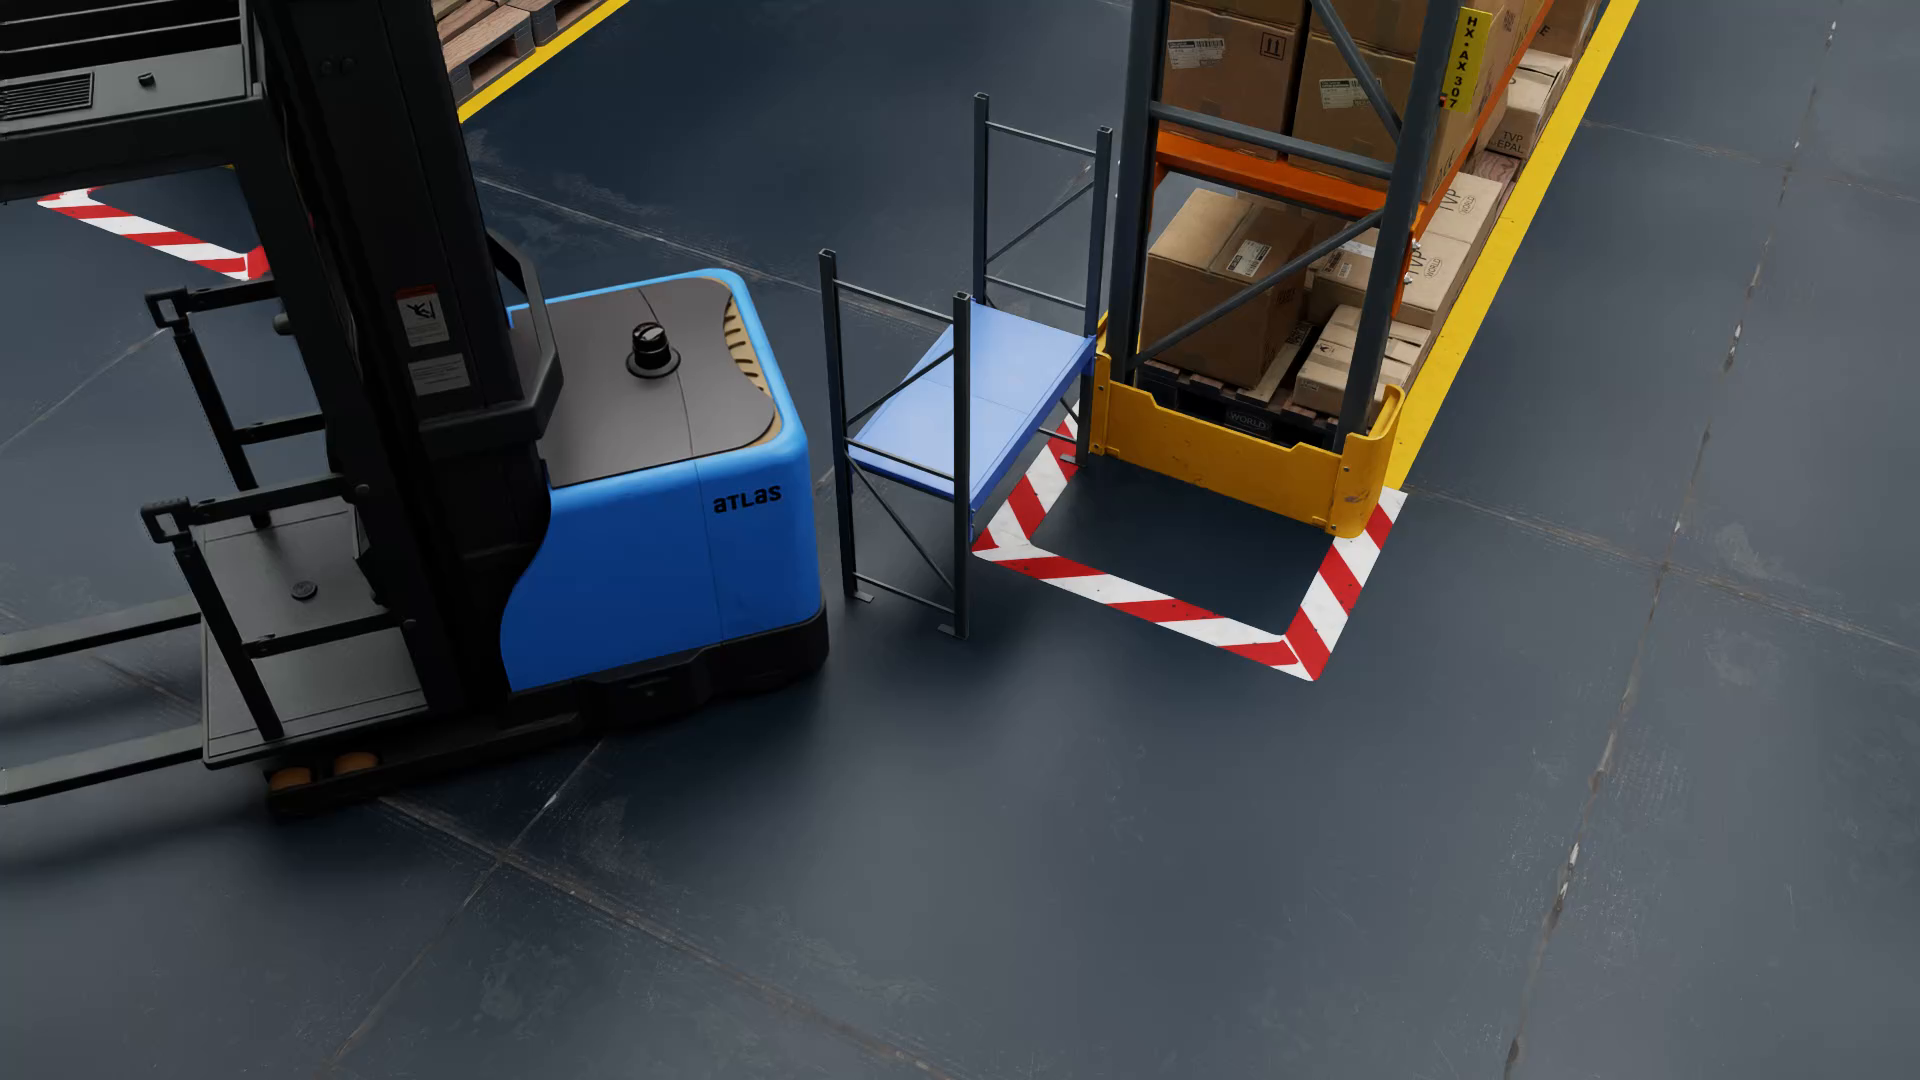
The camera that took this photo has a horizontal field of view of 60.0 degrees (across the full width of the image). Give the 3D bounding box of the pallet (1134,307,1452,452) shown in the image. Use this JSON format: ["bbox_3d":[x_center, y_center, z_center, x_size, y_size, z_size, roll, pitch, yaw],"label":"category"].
[{"bbox_3d":[1.420,-0.866,6.957,1.003,0.211,1.213,20,49,19],"label":"pallet"}]

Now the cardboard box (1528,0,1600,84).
[{"bbox_3d":[2.859,-2.639,8.197,0.500,0.500,0.500,20,49,19],"label":"cardboard box"}]

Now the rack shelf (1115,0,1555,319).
[{"bbox_3d":[1.943,-2.303,6.923,1.077,0.370,4.000,20,49,19],"label":"rack shelf"}]

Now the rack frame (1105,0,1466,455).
[{"bbox_3d":[1.015,-1.296,5.422,1.000,3.000,0.127,20,49,19],"label":"rack frame"}]

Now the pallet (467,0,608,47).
[{"bbox_3d":[-2.386,-3.226,9.290,1.003,0.211,1.213,20,49,19],"label":"pallet"}]

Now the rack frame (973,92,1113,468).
[{"bbox_3d":[0.276,-0.901,6.086,0.500,1.500,0.032,20,49,19],"label":"rack frame"}]

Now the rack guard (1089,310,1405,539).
[{"bbox_3d":[1.050,-0.465,6.358,1.175,0.500,0.348,20,49,19],"label":"rack guard"}]

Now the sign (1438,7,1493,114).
[{"bbox_3d":[1.496,-1.421,4.937,0.100,0.325,0.005,20,49,19],"label":"sign"}]

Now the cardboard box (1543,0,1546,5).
[{"bbox_3d":[2.158,-2.480,6.521,0.500,0.500,0.500,21,49,20],"label":"cardboard box"}]

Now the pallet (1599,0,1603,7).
[{"bbox_3d":[3.216,-3.360,9.423,1.003,0.211,1.213,20,49,19],"label":"pallet"}]

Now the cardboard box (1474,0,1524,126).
[{"bbox_3d":[1.689,-1.850,5.899,0.500,0.500,0.500,20,49,19],"label":"cardboard box"}]

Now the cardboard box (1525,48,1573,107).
[{"bbox_3d":[2.738,-2.259,8.069,0.380,0.149,0.250,20,49,19],"label":"cardboard box"}]

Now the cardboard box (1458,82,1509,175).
[{"bbox_3d":[2.004,-1.907,7.472,0.797,0.503,0.637,20,49,19],"label":"cardboard box"}]

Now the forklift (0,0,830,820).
[{"bbox_3d":[-2.028,-0.566,4.748,3.031,2.935,1.130,-13,47,-13],"label":"forklift"}]

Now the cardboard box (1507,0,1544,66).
[{"bbox_3d":[1.925,-2.165,6.211,0.500,0.500,0.500,20,49,19],"label":"cardboard box"}]

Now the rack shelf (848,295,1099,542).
[{"bbox_3d":[0.040,-0.455,5.898,0.538,0.185,1.000,20,49,19],"label":"rack shelf"}]

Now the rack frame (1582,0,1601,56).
[{"bbox_3d":[2.872,-3.816,7.912,1.000,3.000,0.127,20,49,19],"label":"rack frame"}]

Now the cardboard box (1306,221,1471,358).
[{"bbox_3d":[1.751,-1.048,6.800,0.500,0.250,0.500,20,49,19],"label":"cardboard box"}]

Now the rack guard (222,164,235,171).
[{"bbox_3d":[-3.370,-2.035,7.910,1.175,0.500,0.348,20,49,19],"label":"rack guard"}]

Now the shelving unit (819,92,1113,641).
[{"bbox_3d":[0.040,-0.581,5.770,0.538,1.500,1.048,20,49,19],"label":"shelving unit"}]

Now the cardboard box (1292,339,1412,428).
[{"bbox_3d":[1.514,-0.599,6.428,0.380,0.149,0.250,20,49,19],"label":"cardboard box"}]

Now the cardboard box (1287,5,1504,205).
[{"bbox_3d":[1.455,-1.523,5.576,0.500,0.500,0.500,21,49,20],"label":"cardboard box"}]

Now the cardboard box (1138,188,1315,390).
[{"bbox_3d":[1.049,-0.996,6.573,0.500,0.500,0.500,20,49,19],"label":"cardboard box"}]

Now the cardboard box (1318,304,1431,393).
[{"bbox_3d":[1.630,-0.762,6.577,0.380,0.166,0.250,20,49,19],"label":"cardboard box"}]

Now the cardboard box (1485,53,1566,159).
[{"bbox_3d":[2.510,-2.100,7.798,0.500,0.311,0.500,20,49,19],"label":"cardboard box"}]

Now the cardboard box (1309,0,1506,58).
[{"bbox_3d":[1.455,-1.875,5.221,0.500,0.500,0.500,22,49,20],"label":"cardboard box"}]

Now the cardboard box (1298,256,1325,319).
[{"bbox_3d":[1.317,-1.104,6.915,0.380,0.166,0.250,20,49,19],"label":"cardboard box"}]

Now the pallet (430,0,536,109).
[{"bbox_3d":[-2.953,-2.460,8.533,1.003,0.211,1.213,20,49,19],"label":"pallet"}]

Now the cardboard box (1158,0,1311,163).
[{"bbox_3d":[0.982,-1.703,5.754,0.500,0.500,0.500,22,49,20],"label":"cardboard box"}]

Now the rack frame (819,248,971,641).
[{"bbox_3d":[-0.196,-0.261,5.453,0.500,1.500,0.032,20,49,19],"label":"rack frame"}]

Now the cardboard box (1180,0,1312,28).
[{"bbox_3d":[0.978,-2.053,5.397,0.500,0.500,0.500,20,49,19],"label":"cardboard box"}]

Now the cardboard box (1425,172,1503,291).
[{"bbox_3d":[1.983,-1.363,7.112,0.500,0.250,0.500,20,49,19],"label":"cardboard box"}]

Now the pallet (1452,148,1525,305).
[{"bbox_3d":[1.987,-1.631,7.714,1.003,0.211,1.213,20,49,19],"label":"pallet"}]

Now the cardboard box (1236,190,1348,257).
[{"bbox_3d":[1.517,-1.496,7.244,0.500,0.250,0.500,20,49,19],"label":"cardboard box"}]

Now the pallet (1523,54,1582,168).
[{"bbox_3d":[2.552,-2.403,8.477,1.003,0.211,1.213,20,49,19],"label":"pallet"}]
